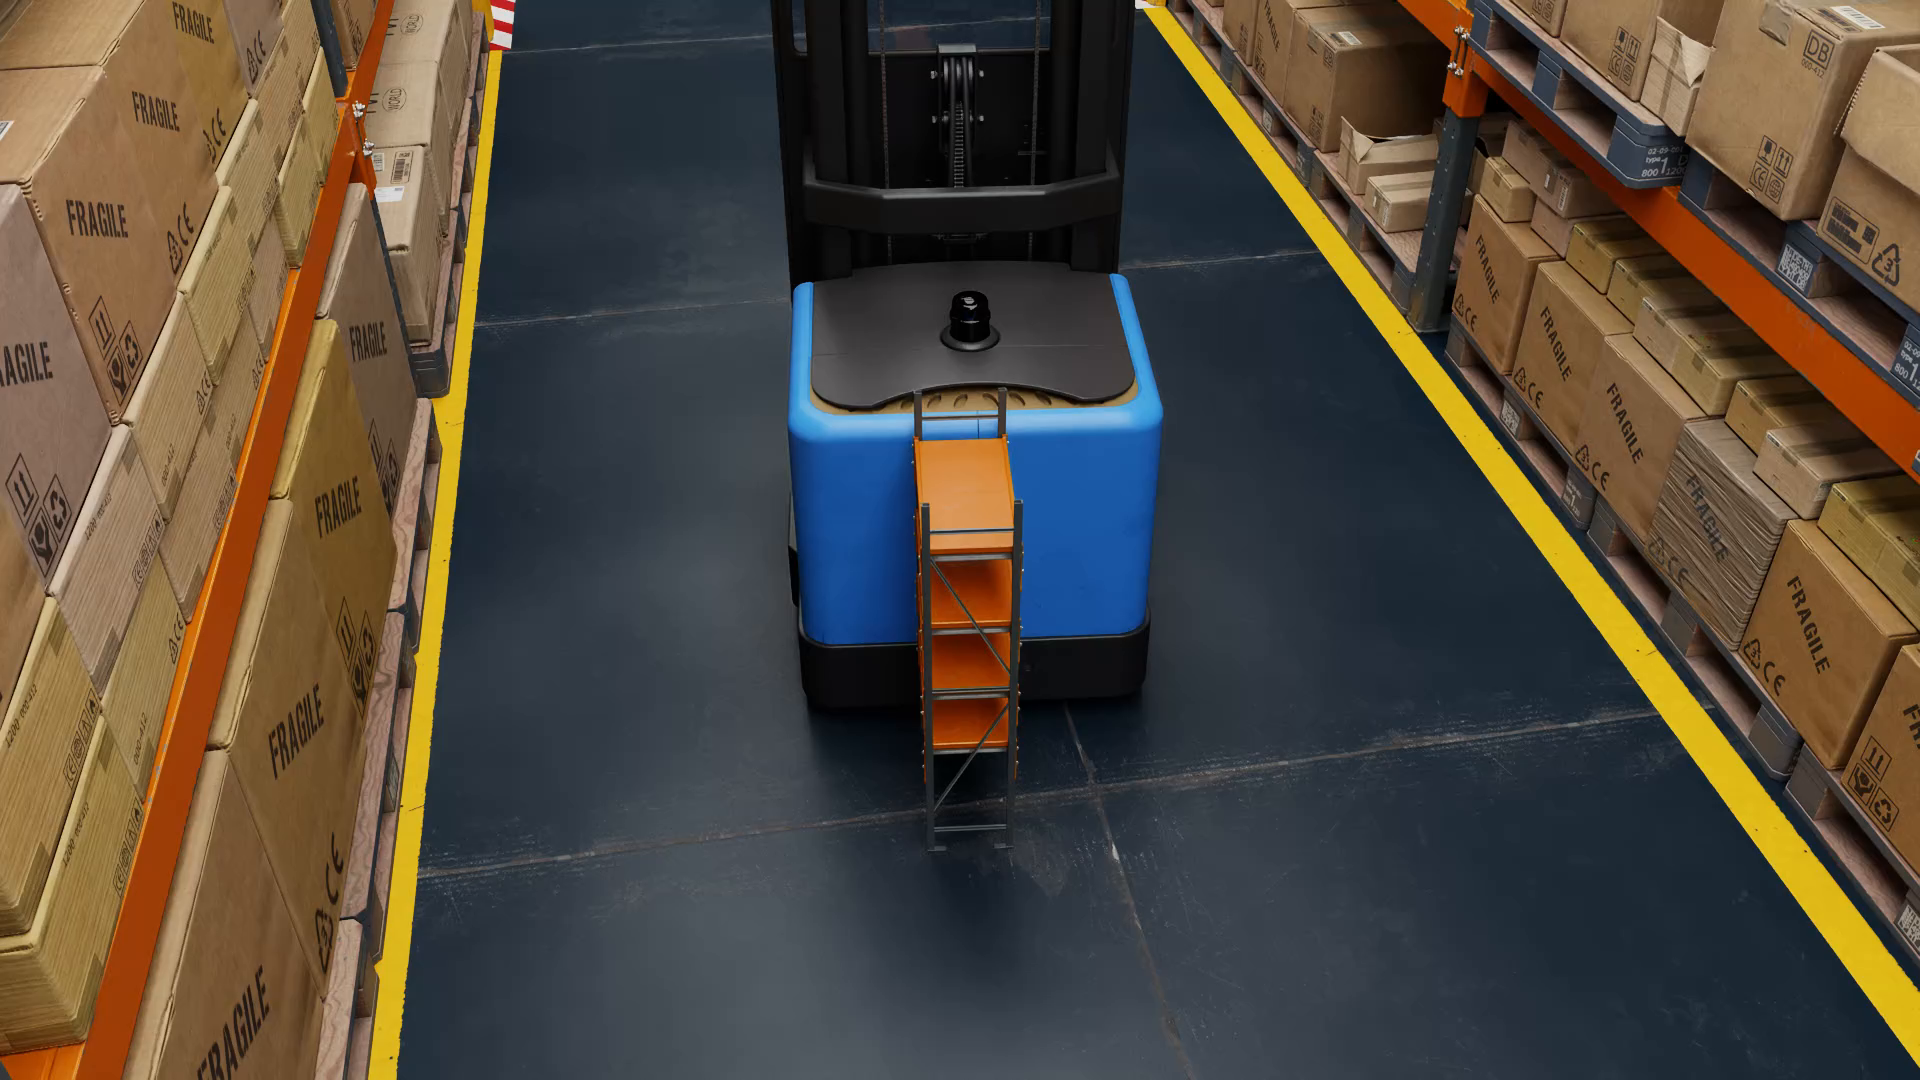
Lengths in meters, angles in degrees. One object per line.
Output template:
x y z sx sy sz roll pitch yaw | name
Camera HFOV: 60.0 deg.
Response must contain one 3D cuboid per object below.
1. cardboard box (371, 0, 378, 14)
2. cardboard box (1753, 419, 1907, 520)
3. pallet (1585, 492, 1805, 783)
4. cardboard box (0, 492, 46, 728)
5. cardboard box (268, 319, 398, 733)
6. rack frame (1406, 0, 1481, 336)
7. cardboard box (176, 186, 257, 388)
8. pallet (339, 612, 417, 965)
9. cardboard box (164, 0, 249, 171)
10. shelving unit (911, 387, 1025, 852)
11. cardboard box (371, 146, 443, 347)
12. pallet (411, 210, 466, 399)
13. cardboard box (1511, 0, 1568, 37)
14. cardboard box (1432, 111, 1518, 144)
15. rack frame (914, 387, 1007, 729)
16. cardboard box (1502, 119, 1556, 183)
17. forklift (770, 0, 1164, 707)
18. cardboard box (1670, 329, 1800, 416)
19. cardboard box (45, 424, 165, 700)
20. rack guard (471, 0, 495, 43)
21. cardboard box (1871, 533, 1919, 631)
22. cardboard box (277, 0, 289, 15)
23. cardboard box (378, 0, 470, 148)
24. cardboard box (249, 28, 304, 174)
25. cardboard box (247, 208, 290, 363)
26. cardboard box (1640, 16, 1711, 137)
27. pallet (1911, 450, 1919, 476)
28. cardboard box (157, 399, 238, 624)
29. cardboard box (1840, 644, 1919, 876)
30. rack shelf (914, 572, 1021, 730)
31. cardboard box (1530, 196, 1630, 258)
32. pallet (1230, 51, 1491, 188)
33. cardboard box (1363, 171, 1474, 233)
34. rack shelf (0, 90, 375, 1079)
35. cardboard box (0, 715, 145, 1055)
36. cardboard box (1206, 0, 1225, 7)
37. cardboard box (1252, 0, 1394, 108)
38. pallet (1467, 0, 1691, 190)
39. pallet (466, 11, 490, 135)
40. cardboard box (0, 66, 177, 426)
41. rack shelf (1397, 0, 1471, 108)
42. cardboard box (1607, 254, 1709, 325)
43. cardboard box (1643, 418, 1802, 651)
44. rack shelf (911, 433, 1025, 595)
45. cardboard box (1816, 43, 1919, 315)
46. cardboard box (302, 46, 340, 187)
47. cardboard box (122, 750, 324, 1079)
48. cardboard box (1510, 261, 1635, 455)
-2.435 -2.236 6.102 0.500 0.500 0.500 -6 38 -8 | cardboard box
2.520 -0.210 4.742 0.380 0.149 0.250 -8 39 -10 | cardboard box
2.757 0.210 5.307 1.003 0.211 1.213 -6 38 -8 | pallet
-1.671 0.077 2.309 0.500 0.500 0.500 -7 38 -9 | cardboard box
-2.173 0.003 4.690 0.875 0.875 0.875 -5 38 -7 | cardboard box
2.360 -2.117 6.029 1.000 3.000 0.127 -6 38 -8 | rack frame
-1.912 -0.558 3.738 0.500 0.250 0.500 -6 38 -7 | cardboard box
-2.100 0.717 4.655 1.003 0.211 1.213 -6 38 -8 | pallet
-2.033 -1.152 3.891 0.500 0.500 0.500 -5 38 -7 | cardboard box
0.014 0.237 4.466 0.258 1.200 0.503 -2 38 -3 | shelving unit
-2.531 -1.125 6.500 0.875 0.438 0.875 -7 38 -9 | cardboard box
-2.583 -0.947 6.797 1.003 0.211 1.213 -6 38 -8 | pallet
2.224 -2.006 5.463 0.700 0.500 0.500 -5 38 -7 | cardboard box
2.400 -1.843 7.659 0.380 0.149 0.250 -7 38 -9 | cardboard box
0.000 0.088 4.659 0.240 1.200 0.015 -2 38 -3 | rack frame
2.220 -1.430 6.070 0.380 0.149 0.250 -7 38 -9 | cardboard box
-0.035 -1.540 5.343 1.130 2.935 3.031 -2 38 -3 | forklift
2.451 -0.524 5.146 0.380 0.149 0.250 -5 38 -6 | cardboard box
-1.760 0.052 2.952 0.500 0.250 0.500 -5 38 -7 | cardboard box
-3.232 -3.024 9.235 1.175 0.500 0.348 -6 38 -8 | rack guard
2.642 0.104 4.338 0.380 0.149 0.250 -5 38 -7 | cardboard box
-2.201 -1.772 4.689 0.500 0.500 0.500 -5 38 -6 | cardboard box
-2.845 -2.211 7.897 0.875 0.438 0.875 -5 38 -7 | cardboard box
-2.115 -1.177 4.535 0.500 0.250 0.500 -5 38 -7 | cardboard box
-2.042 -0.663 4.280 0.500 0.250 0.500 -7 38 -9 | cardboard box
2.225 -1.349 4.809 0.396 0.266 0.258 -4 38 -6 | cardboard box
2.873 -0.027 3.496 1.213 0.211 1.003 -6 38 -8 | pallet
-1.857 -0.054 3.496 0.500 0.250 0.500 -5 38 -6 | cardboard box
2.698 0.585 4.247 0.500 0.500 0.500 -7 38 -9 | cardboard box
0.014 0.291 4.508 0.258 0.148 0.480 -2 38 -3 | rack shelf
2.285 -1.147 5.948 0.380 0.149 0.250 -7 38 -9 | cardboard box
2.023 -2.169 8.370 1.003 0.211 1.213 -6 38 -8 | pallet
1.973 -1.462 7.168 0.380 0.149 0.250 -7 38 -9 | cardboard box
-2.176 -0.088 4.005 1.077 0.370 4.000 -6 38 -8 | rack shelf
-1.663 0.572 2.691 0.500 0.250 0.500 -7 38 -9 | cardboard box
1.672 -3.333 9.288 0.797 0.503 0.637 -8 38 -10 | cardboard box
1.778 -2.481 8.194 0.500 0.500 0.500 -6 38 -7 | cardboard box
2.392 -1.546 5.452 1.003 0.211 1.213 -6 38 -8 | pallet
-3.011 -2.421 8.694 1.003 0.211 1.213 -6 38 -8 | pallet
-1.843 -0.536 3.098 0.500 0.500 0.500 -5 38 -7 | cardboard box
2.009 -3.040 7.805 1.077 0.370 4.000 -6 38 -8 | rack shelf
2.403 -0.829 5.539 0.380 0.149 0.250 -7 38 -9 | cardboard box
2.494 -0.042 5.055 0.500 0.500 0.500 -8 38 -10 | cardboard box
0.014 -0.073 4.225 0.258 0.148 0.480 -2 38 -3 | rack shelf
2.593 -0.873 4.003 0.797 0.503 0.637 -7 38 -9 | cardboard box
-2.200 -1.277 5.071 0.500 0.250 0.500 -7 38 -9 | cardboard box
-1.865 1.083 3.301 0.875 0.875 0.875 -7 38 -8 | cardboard box
2.326 -0.658 5.848 0.500 0.500 0.500 -7 38 -9 | cardboard box
